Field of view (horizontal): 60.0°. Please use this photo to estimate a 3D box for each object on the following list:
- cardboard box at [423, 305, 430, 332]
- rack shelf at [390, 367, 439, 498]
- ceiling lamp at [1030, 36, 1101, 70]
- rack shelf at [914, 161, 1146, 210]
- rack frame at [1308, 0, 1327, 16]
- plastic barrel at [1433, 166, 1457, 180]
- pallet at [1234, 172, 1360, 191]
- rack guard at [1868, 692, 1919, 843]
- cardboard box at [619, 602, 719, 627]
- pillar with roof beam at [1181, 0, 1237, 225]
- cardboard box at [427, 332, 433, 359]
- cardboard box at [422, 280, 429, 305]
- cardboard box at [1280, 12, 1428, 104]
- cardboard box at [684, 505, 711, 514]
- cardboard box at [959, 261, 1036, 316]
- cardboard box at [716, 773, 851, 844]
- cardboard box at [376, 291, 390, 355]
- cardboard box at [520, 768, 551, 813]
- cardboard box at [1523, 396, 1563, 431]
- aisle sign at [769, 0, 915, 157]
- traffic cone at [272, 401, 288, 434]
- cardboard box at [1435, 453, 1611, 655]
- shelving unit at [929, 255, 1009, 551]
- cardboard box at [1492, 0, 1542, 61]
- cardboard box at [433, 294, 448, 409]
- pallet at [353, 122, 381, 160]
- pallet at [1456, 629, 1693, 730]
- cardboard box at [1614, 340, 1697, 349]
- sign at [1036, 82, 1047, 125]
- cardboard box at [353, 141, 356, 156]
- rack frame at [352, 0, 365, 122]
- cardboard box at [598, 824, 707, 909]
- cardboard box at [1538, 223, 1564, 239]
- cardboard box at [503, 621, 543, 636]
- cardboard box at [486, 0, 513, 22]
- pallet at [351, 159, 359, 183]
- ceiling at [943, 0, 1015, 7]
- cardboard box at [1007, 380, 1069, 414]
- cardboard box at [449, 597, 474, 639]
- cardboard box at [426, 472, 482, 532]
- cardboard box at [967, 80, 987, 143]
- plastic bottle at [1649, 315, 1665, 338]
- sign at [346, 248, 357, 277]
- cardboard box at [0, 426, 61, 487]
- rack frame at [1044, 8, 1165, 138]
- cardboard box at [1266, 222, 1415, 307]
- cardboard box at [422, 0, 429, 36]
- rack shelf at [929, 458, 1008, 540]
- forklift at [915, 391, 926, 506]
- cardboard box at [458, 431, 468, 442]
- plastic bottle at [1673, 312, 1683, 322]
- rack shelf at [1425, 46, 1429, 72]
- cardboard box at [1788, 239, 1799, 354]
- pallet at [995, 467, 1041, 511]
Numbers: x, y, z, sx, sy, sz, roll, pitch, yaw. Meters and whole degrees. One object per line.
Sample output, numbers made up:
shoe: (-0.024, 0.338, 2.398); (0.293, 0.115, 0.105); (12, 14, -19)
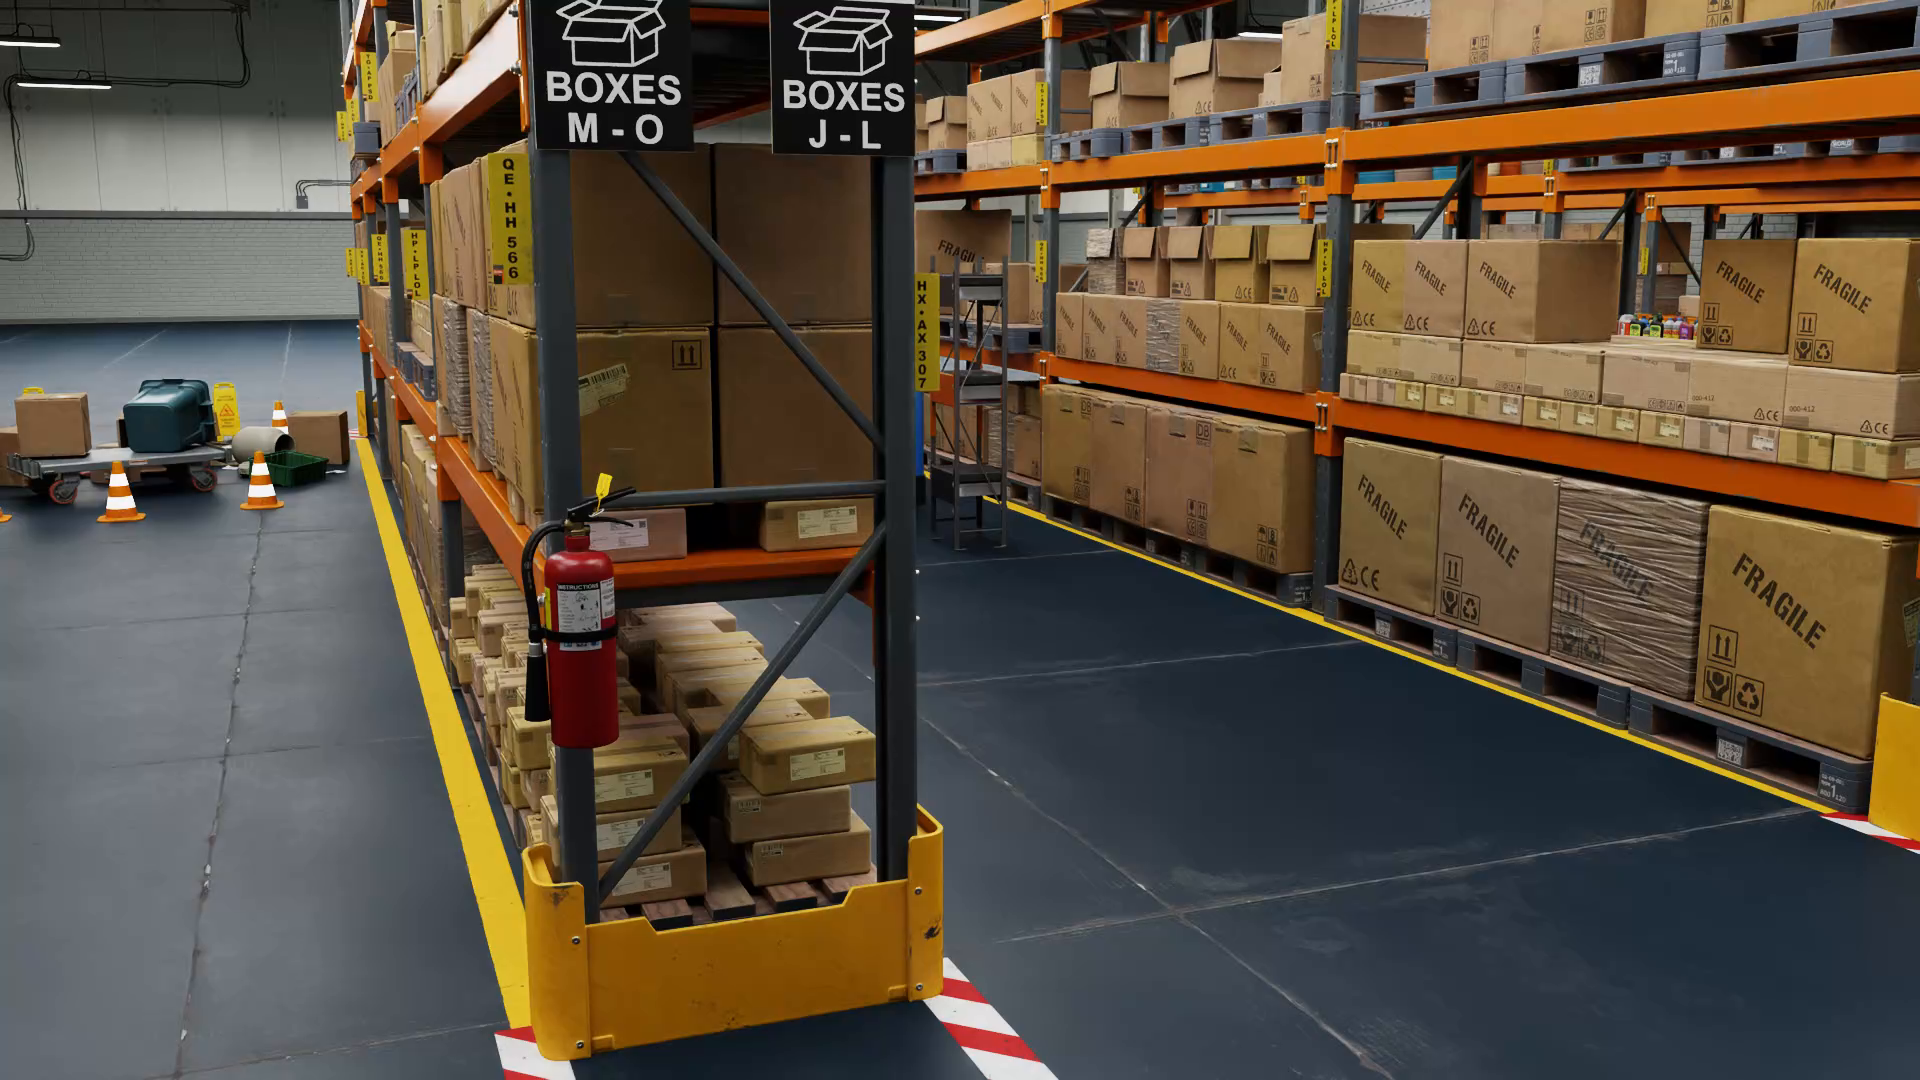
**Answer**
cardboard box: (-3.053, -1.350, 10.114); (0.380, 0.149, 0.250); (-4, 11, -21)
rack shelf: (-2.784, -0.742, 10.079); (1.077, 0.370, 4.000); (-4, 11, -21)
ceiling lamp: (2.368, -12.202, 38.654); (2.000, 3.185, 0.800); (-4, 11, -21)
rack shelf: (0.426, -3.170, 15.164); (1.077, 0.370, 4.000); (-4, 11, -21)
rack frame: (4.317, -5.641, 18.440); (1.000, 3.000, 0.127); (-4, 11, -21)
plastic barrel: (5.178, -4.129, 17.070); (0.600, 0.901, 0.708); (-4, 11, -21)
pallet: (3.965, -4.183, 19.347); (1.213, 0.211, 1.003); (-4, 11, -21)
rack guard: (4.058, 0.820, 6.384); (1.175, 0.500, 0.348); (-4, 11, -21)
cardboard box: (-1.256, 0.341, 7.180); (0.380, 0.149, 0.250); (-4, 11, -24)
pillar with roof beam: (2.626, -9.529, 40.293); (9.100, 9.000, 0.548); (-4, 11, -21)
cardboard box: (-2.960, -1.161, 9.899); (0.380, 0.149, 0.250); (-4, 11, -23)
cardboard box: (-3.142, -1.539, 10.328); (0.380, 0.149, 0.250); (-3, 11, -18)
cardboard box: (2.381, -2.895, 10.078); (0.700, 0.500, 0.500); (-4, 11, -20)
cardboard box: (-0.822, -0.186, 5.620); (0.380, 0.149, 0.250); (-3, 11, -18)
cardboard box: (0.415, -2.354, 15.595); (0.797, 0.503, 0.637); (-3, 10, -15)
cardboard box: (-0.561, 0.832, 5.269); (0.380, 0.149, 0.250); (-3, 11, -19)
cardboard box: (-4.473, -1.775, 13.546); (0.500, 0.500, 0.500); (-4, 11, -20)
cardboard box: (-1.257, 0.781, 5.556); (0.380, 0.149, 0.250); (-4, 11, -23)
cardboard box: (2.964, -0.620, 8.060); (0.380, 0.149, 0.250); (-4, 11, -23)
aisle sign: (-0.304, -1.404, 4.323); (0.394, 0.787, 0.004); (-4, 11, -21)
traffic cone: (-7.539, -1.302, 18.421); (0.336, 0.463, 0.334); (-4, 11, -21)
cardboard box: (3.091, 0.031, 8.547); (0.875, 0.875, 0.875); (-4, 11, -21)
shelving unit: (0.060, -1.007, 12.084); (0.431, 2.100, 0.503); (-4, 11, -21)
cardboard box: (3.130, -2.638, 8.349); (0.700, 0.500, 0.500); (-3, 11, -18)
cardboard box: (-2.115, -0.868, 7.602); (0.500, 0.500, 0.500); (-4, 11, -22)
pallet: (-3.792, -2.908, 12.177); (1.213, 0.211, 1.003); (-3, 11, -18)
pallet: (3.249, 0.634, 8.255); (1.003, 0.211, 1.213); (-4, 11, -21)
cardboard box: (3.560, -0.834, 8.125); (0.500, 0.250, 0.500); (-4, 11, -22)
sign: (0.644, -3.418, 13.028); (0.100, 0.325, 0.005); (-4, 11, -21)
cardboard box: (-5.942, -3.973, 16.856); (0.380, 0.149, 0.250); (-4, 11, -21)
rack frame: (-4.958, -5.029, 14.996); (1.000, 3.000, 0.127); (-4, 11, -21)
cardboard box: (-0.995, 1.008, 5.132); (0.380, 0.149, 0.250); (-4, 11, -20)
cardboard box: (8.223, -4.007, 22.394); (0.700, 0.500, 0.500); (-4, 11, -21)
cardboard box: (-1.638, 0.418, 6.749); (0.380, 0.149, 0.250); (-4, 11, -23)
cardboard box: (-1.021, -1.577, 4.584); (0.500, 0.250, 0.500); (-4, 11, -22)
pallet: (-6.129, -4.041, 18.260); (1.003, 0.211, 1.213); (-4, 11, -21)
ceiling: (3.364, -15.135, 46.115); (6.000, 0.001, 6.000); (-4, 11, -21)
cardboard box: (0.678, -1.269, 14.730); (0.500, 0.250, 0.500); (-3, 10, -14)
cardboard box: (-2.226, 0.360, 7.921); (0.380, 0.149, 0.250); (-3, 11, -18)
cardboard box: (-2.565, -0.220, 8.890); (0.500, 0.250, 0.500); (-4, 11, -22)
cardboard box: (0.383, -3.720, 14.488); (0.500, 0.500, 0.500); (-4, 11, -20)
plastic bottle: (5.880, -1.748, 14.017); (0.061, 0.283, 0.133); (-4, 11, -21)
sign: (-6.927, -3.159, 18.917); (0.100, 0.325, 0.005); (-4, 11, -21)
cardboard box: (-8.656, -0.776, 15.350); (0.500, 0.500, 0.500); (3, 11, 18)
rack frame: (1.150, -4.674, 13.003); (1.000, 3.000, 0.127); (-4, 11, -21)
cardboard box: (2.361, -1.715, 10.344); (0.797, 0.503, 0.637); (-4, 11, -22)
cardboard box: (-2.109, -2.325, 7.360); (0.500, 0.250, 0.500); (-4, 11, -19)
rack shelf: (0.060, -0.304, 12.209); (0.431, 0.518, 0.480); (-4, 11, -21)
forklift: (-1.485, -1.844, 14.418); (1.130, 2.935, 3.031); (-6, 12, -31)
cardboard box: (-2.099, -0.541, 7.616); (0.380, 0.149, 0.250); (-4, 11, -19)
plastic bottle: (6.395, -1.901, 14.875); (0.061, 0.283, 0.133); (-4, 11, -21)
rack shelf: (5.042, -4.764, 16.703); (1.077, 0.370, 4.000); (-4, 11, -21)
cardboard box: (3.946, -1.034, 7.104); (0.500, 0.500, 0.500); (-4, 11, -22)
pallet: (0.869, -0.475, 14.490); (1.003, 0.211, 1.213); (-4, 11, -21)
